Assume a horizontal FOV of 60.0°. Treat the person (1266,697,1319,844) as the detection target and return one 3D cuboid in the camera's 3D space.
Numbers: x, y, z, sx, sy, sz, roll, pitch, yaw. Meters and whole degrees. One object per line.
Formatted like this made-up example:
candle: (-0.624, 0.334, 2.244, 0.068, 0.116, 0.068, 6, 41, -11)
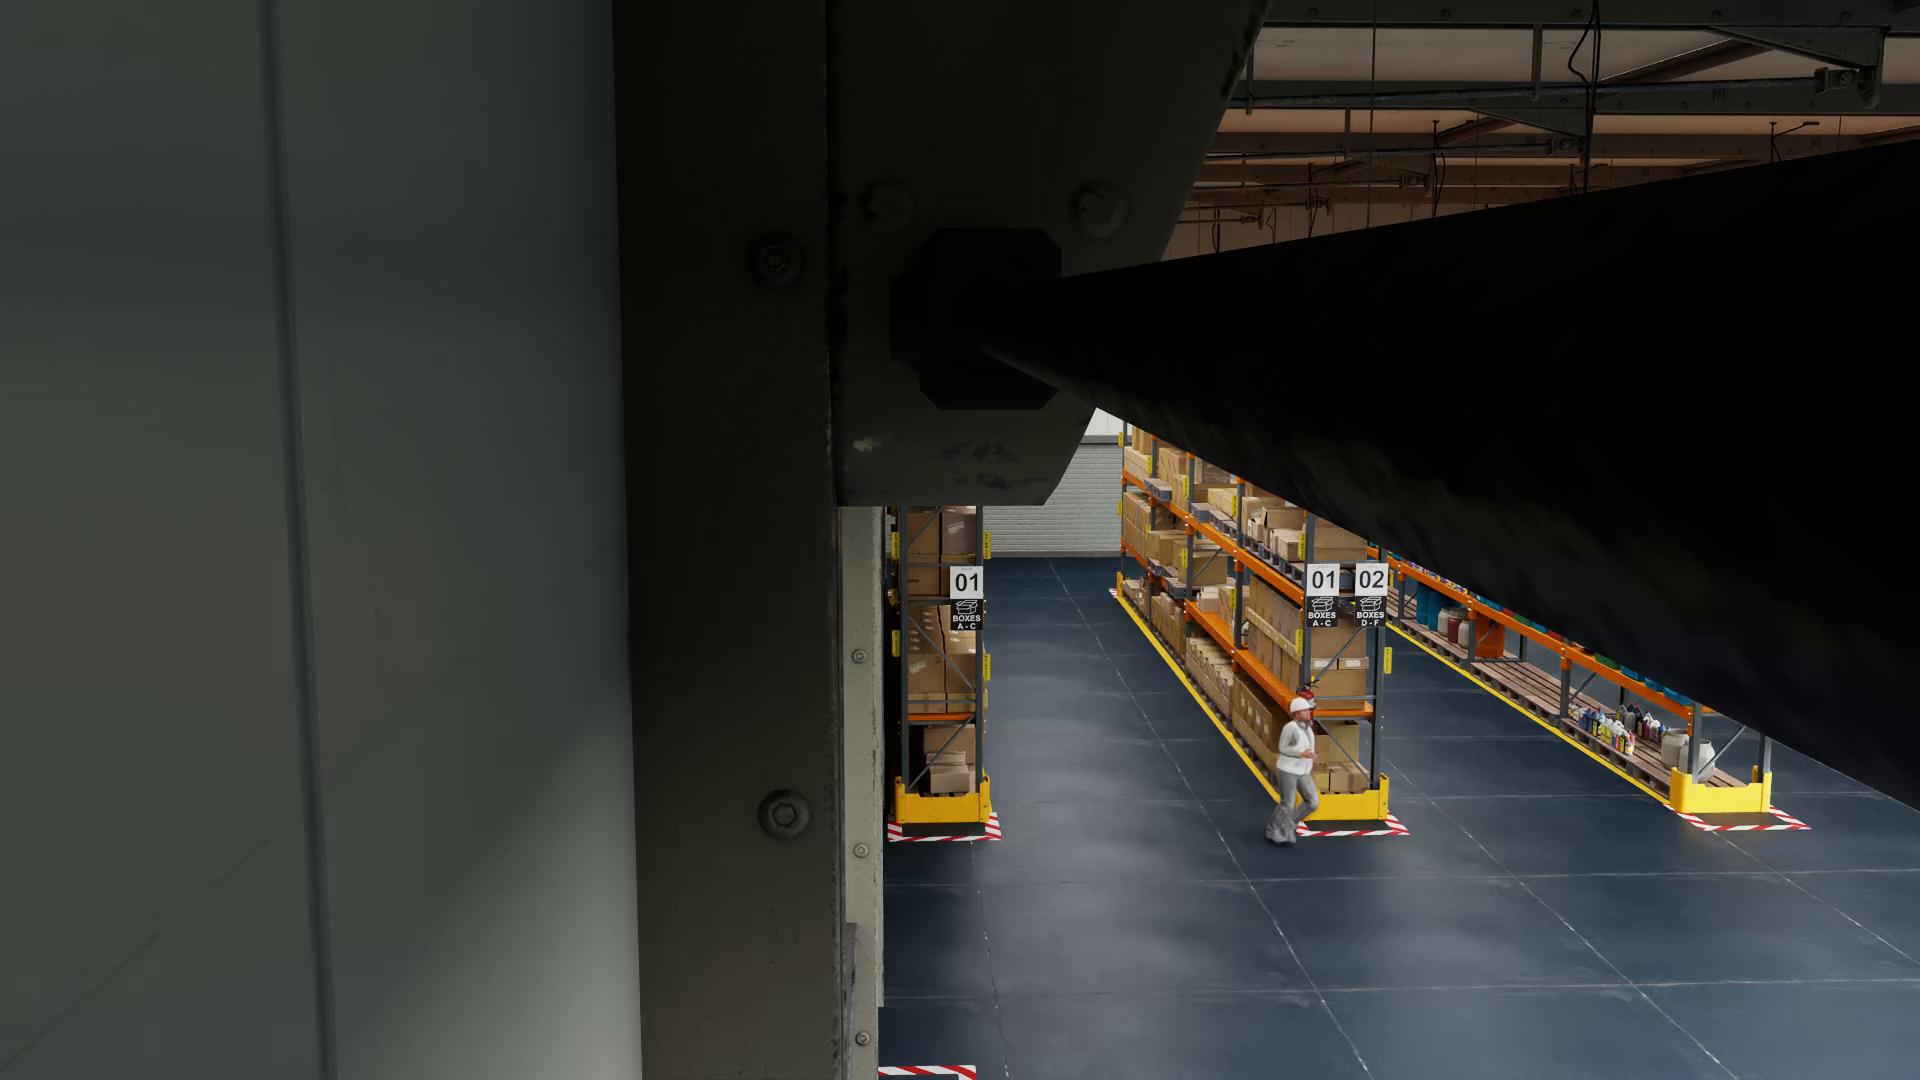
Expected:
person: (4.008, 2.732, 19.615, 0.665, 1.760, 0.670, -7, 11, -41)
